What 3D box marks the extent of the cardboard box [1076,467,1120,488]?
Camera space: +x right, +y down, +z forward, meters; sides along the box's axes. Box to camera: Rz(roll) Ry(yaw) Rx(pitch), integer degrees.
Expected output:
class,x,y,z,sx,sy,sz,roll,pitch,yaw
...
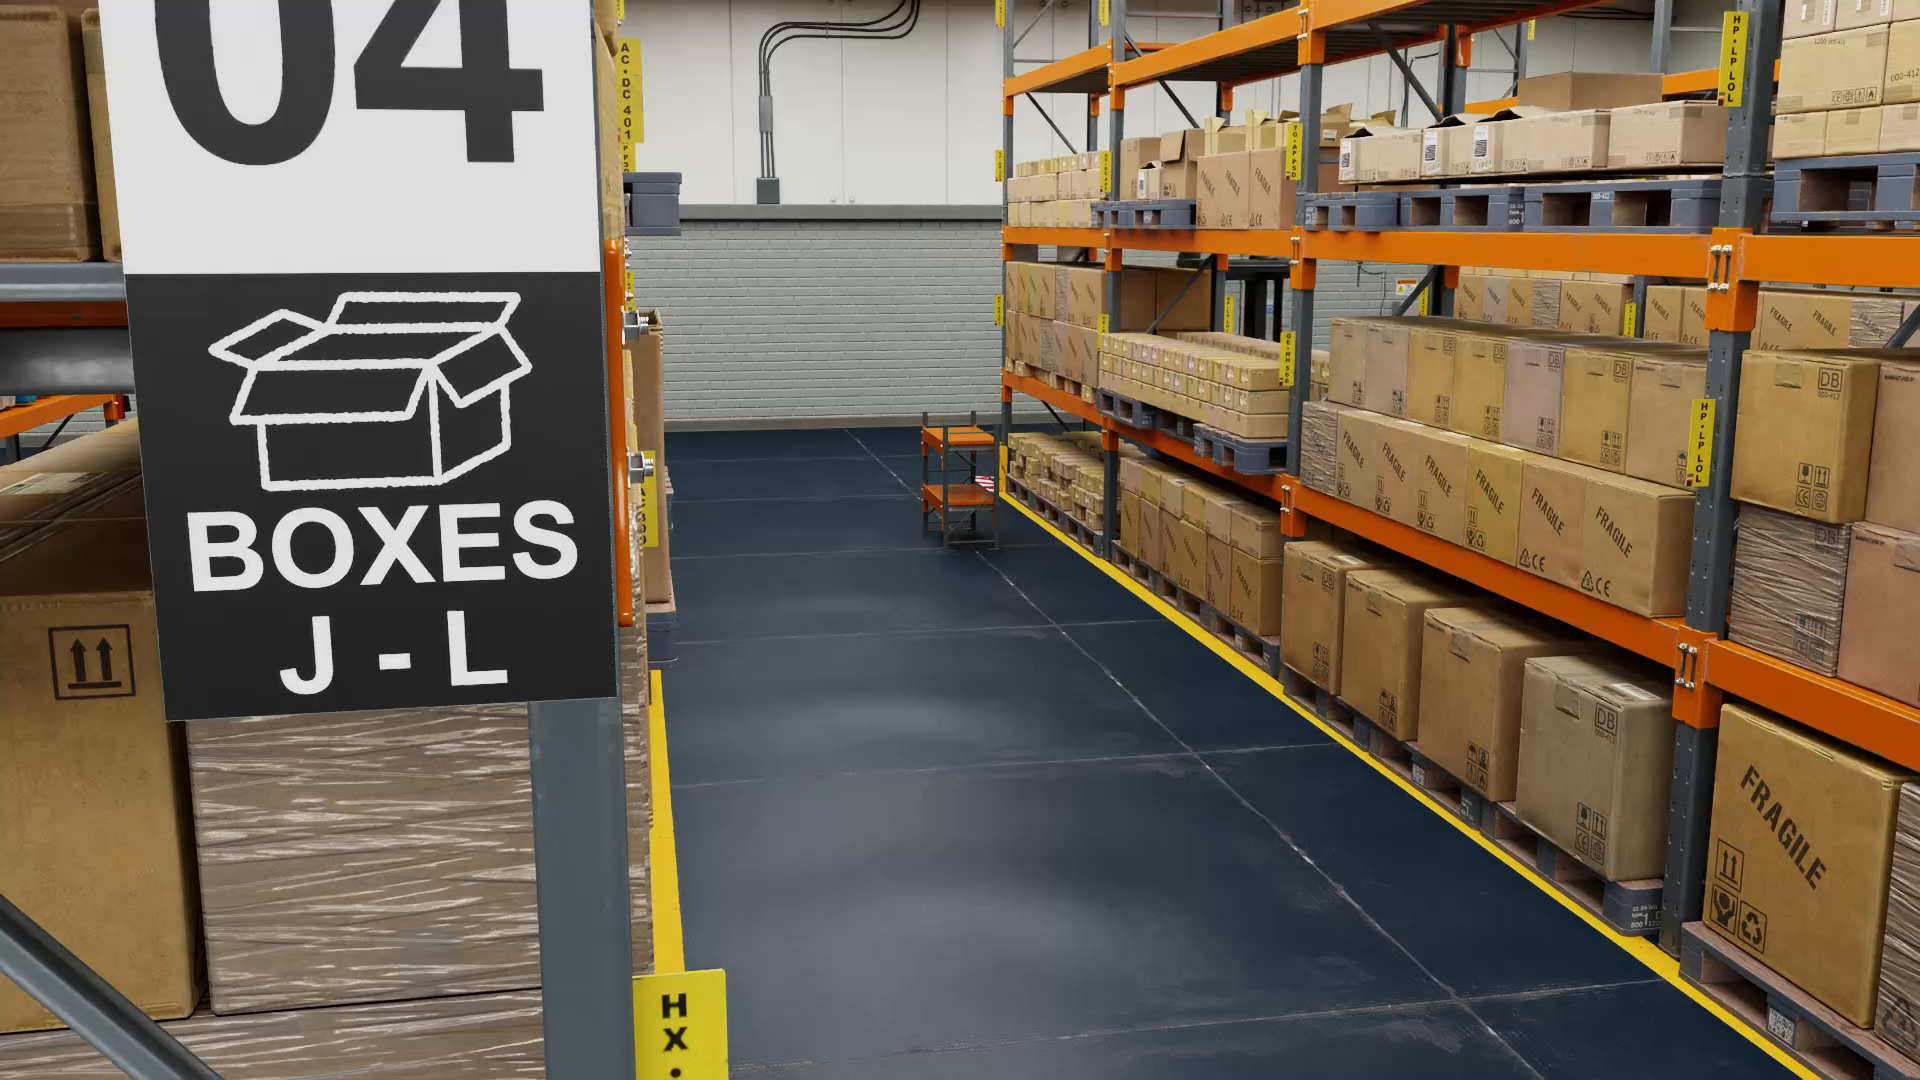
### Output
class,x,y,z,sx,sy,sz,roll,pitch,yaw
cardboard box,1.262,-0.564,15.046,0.380,0.149,0.250,-2,11,-12

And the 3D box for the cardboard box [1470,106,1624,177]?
class,x,y,z,sx,sy,sz,roll,pitch,yaw
cardboard box,2.730,-1.850,7.721,0.500,0.311,0.500,-3,11,-13

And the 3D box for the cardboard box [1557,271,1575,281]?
class,x,y,z,sx,sy,sz,roll,pitch,yaw
cardboard box,6.060,-2.610,16.211,0.380,0.149,0.250,-2,11,-11

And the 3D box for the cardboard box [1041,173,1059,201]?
class,x,y,z,sx,sy,sz,roll,pitch,yaw
cardboard box,1.072,-3.327,15.694,0.500,0.250,0.500,-3,11,-13

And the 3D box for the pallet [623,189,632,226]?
class,x,y,z,sx,sy,sz,roll,pitch,yaw
pallet,-1.819,-1.378,6.896,1.213,0.211,1.003,-2,11,-11

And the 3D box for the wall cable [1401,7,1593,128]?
class,x,y,z,sx,sy,sz,roll,pitch,yaw
wall cable,7.884,-6.371,24.502,2.988,3.039,0.133,-2,11,-11

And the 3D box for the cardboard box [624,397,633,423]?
class,x,y,z,sx,sy,sz,roll,pitch,yaw
cardboard box,-0.952,-0.029,3.587,0.500,0.500,0.500,-2,11,-11

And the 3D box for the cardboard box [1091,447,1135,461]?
class,x,y,z,sx,sy,sz,roll,pitch,yaw
cardboard box,1.509,-0.822,16.405,0.380,0.149,0.250,-3,11,-13

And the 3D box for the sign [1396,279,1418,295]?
class,x,y,z,sx,sy,sz,roll,pitch,yaw
sign,6.663,-3.776,24.803,0.339,0.242,0.001,-2,11,-11

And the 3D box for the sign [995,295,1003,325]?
class,x,y,z,sx,sy,sz,roll,pitch,yaw
sign,0.420,-2.458,17.774,0.100,0.325,0.005,-2,11,-11

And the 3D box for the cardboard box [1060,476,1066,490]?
class,x,y,z,sx,sy,sz,roll,pitch,yaw
cardboard box,1.170,-0.560,15.824,0.380,0.149,0.250,-3,11,-14

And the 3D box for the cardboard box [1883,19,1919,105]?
class,x,y,z,sx,sy,sz,roll,pitch,yaw
cardboard box,3.207,-1.461,5.042,0.500,0.250,0.500,-2,11,-11

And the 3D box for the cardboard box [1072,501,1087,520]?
class,x,y,z,sx,sy,sz,roll,pitch,yaw
cardboard box,1.237,-0.281,15.153,0.380,0.149,0.250,-2,11,-13

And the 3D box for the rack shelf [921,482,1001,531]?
class,x,y,z,sx,sy,sz,roll,pitch,yaw
rack shelf,-0.001,-0.314,15.144,0.538,0.278,1.000,-2,11,-11

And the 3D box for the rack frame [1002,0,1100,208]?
class,x,y,z,sx,sy,sz,roll,pitch,yaw
rack frame,0.953,-5.000,17.398,1.000,3.000,0.127,-2,11,-11

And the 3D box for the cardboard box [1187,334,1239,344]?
class,x,y,z,sx,sy,sz,roll,pitch,yaw
cardboard box,2.053,-1.578,13.424,0.380,0.149,0.250,-2,11,-13

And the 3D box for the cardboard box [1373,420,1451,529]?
class,x,y,z,sx,sy,sz,roll,pitch,yaw
cardboard box,2.530,-0.357,8.781,0.500,0.500,0.500,-2,11,-11

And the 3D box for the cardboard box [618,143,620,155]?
class,x,y,z,sx,sy,sz,roll,pitch,yaw
cardboard box,-1.928,-2.020,8.159,0.500,0.500,0.500,-2,11,-11

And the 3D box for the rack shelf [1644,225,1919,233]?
class,x,y,z,sx,sy,sz,roll,pitch,yaw
rack shelf,6.955,-2.271,13.007,1.077,0.370,4.000,-2,11,-11

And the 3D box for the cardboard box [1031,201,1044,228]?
class,x,y,z,sx,sy,sz,roll,pitch,yaw
cardboard box,1.000,-3.170,16.208,0.500,0.250,0.500,-2,11,-13

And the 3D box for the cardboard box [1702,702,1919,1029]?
class,x,y,z,sx,sy,sz,roll,pitch,yaw
cardboard box,3.340,1.104,5.935,0.875,0.875,0.875,-2,11,-10

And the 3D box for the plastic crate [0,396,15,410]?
class,x,y,z,sx,sy,sz,roll,pitch,yaw
plastic crate,-8.129,-1.235,13.819,0.437,0.282,0.530,-2,11,-11

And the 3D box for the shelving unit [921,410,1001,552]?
class,x,y,z,sx,sy,sz,roll,pitch,yaw
shelving unit,-0.001,-0.554,15.098,0.538,1.125,1.048,-2,11,-11

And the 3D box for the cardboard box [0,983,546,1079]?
class,x,y,z,sx,sy,sz,roll,pitch,yaw
cardboard box,-0.900,0.747,2.189,0.875,0.500,0.500,-2,11,-11

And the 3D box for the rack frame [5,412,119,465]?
class,x,y,z,sx,sy,sz,roll,pitch,yaw
rack frame,-8.791,-1.711,16.162,1.000,3.000,0.127,-2,11,-11

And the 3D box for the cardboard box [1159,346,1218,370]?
class,x,y,z,sx,sy,sz,roll,pitch,yaw
cardboard box,1.664,-1.319,12.060,0.380,0.149,0.250,-2,11,-9

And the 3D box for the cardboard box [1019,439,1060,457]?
class,x,y,z,sx,sy,sz,roll,pitch,yaw
cardboard box,0.816,-0.945,17.050,0.380,0.149,0.250,-2,11,-11

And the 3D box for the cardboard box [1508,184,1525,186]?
class,x,y,z,sx,sy,sz,roll,pitch,yaw
cardboard box,6.031,-3.660,17.229,0.500,0.311,0.500,-2,11,-10

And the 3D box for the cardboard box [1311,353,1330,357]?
class,x,y,z,sx,sy,sz,roll,pitch,yaw
cardboard box,2.460,-1.195,11.412,0.380,0.149,0.250,-3,11,-13

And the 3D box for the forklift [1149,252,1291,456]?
class,x,y,z,sx,sy,sz,roll,pitch,yaw
forklift,2.740,-1.758,16.594,1.130,2.935,3.031,-1,11,-7

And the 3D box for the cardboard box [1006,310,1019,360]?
class,x,y,z,sx,sy,sz,roll,pitch,yaw
cardboard box,0.769,-2.155,17.436,0.500,0.500,0.500,-2,11,-8

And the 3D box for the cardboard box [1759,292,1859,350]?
class,x,y,z,sx,sy,sz,roll,pitch,yaw
cardboard box,6.698,-1.688,13.100,0.500,0.500,0.500,-2,11,-12

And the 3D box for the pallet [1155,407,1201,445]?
class,x,y,z,sx,sy,sz,roll,pitch,yaw
pallet,2.083,-0.853,12.167,1.003,0.211,1.213,-2,11,-11

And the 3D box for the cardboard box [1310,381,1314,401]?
class,x,y,z,sx,sy,sz,roll,pitch,yaw
cardboard box,2.502,-1.009,11.228,0.380,0.149,0.250,-2,11,-13

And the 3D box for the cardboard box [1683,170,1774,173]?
class,x,y,z,sx,sy,sz,roll,pitch,yaw
cardboard box,3.328,-1.657,7.136,0.250,0.149,0.380,-2,11,-11

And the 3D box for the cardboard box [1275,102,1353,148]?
class,x,y,z,sx,sy,sz,roll,pitch,yaw
cardboard box,2.175,-2.549,10.228,0.396,0.266,0.258,-2,11,-11

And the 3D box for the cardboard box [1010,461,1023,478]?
class,x,y,z,sx,sy,sz,roll,pitch,yaw
cardboard box,0.741,-0.751,17.620,0.380,0.149,0.250,-2,11,-10

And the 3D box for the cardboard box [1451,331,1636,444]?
class,x,y,z,sx,sy,sz,roll,pitch,yaw
cardboard box,2.887,-0.763,8.239,0.700,0.500,0.500,-2,11,-12

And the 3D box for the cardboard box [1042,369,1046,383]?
class,x,y,z,sx,sy,sz,roll,pitch,yaw
cardboard box,1.018,-1.622,16.368,0.380,0.149,0.250,-2,11,-12

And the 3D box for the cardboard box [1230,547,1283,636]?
class,x,y,z,sx,sy,sz,roll,pitch,yaw
cardboard box,2.124,0.325,11.028,0.500,0.500,0.500,-2,11,-11

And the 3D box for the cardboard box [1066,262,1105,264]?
class,x,y,z,sx,sy,sz,roll,pitch,yaw
cardboard box,1.384,-2.571,16.946,0.500,0.500,0.500,-3,11,-13

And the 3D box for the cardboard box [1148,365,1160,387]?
class,x,y,z,sx,sy,sz,roll,pitch,yaw
cardboard box,1.616,-1.219,12.330,0.380,0.149,0.250,-2,11,-12

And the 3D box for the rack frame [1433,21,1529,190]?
class,x,y,z,sx,sy,sz,roll,pitch,yaw
rack frame,5.789,-5.198,18.441,1.000,3.000,0.127,-2,11,-11

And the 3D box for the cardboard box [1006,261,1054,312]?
class,x,y,z,sx,sy,sz,roll,pitch,yaw
cardboard box,0.780,-2.647,17.344,0.500,0.500,0.500,-2,11,-11

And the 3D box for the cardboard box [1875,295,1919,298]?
class,x,y,z,sx,sy,sz,roll,pitch,yaw
cardboard box,7.297,-1.610,12.690,0.500,0.500,0.500,-2,11,-9

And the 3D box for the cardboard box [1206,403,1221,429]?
class,x,y,z,sx,sy,sz,roll,pitch,yaw
cardboard box,1.865,-0.835,11.109,0.380,0.149,0.250,-2,11,-10

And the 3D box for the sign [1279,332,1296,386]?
class,x,y,z,sx,sy,sz,roll,pitch,yaw
sign,1.978,-1.094,10.036,0.100,0.325,0.005,-2,11,-11

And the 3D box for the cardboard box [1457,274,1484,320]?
class,x,y,z,sx,sy,sz,roll,pitch,yaw
cardboard box,5.710,-2.599,17.885,0.500,0.500,0.500,-2,11,-13

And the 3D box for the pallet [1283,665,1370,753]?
class,x,y,z,sx,sy,sz,roll,pitch,yaw
pallet,2.588,0.932,9.736,1.003,0.211,1.213,-2,11,-11

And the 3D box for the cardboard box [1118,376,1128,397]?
class,x,y,z,sx,sy,sz,roll,pitch,yaw
cardboard box,1.461,-1.216,13.113,0.380,0.149,0.250,-2,11,-11

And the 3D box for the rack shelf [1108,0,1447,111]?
class,x,y,z,sx,sy,sz,roll,pitch,yaw
rack shelf,2.120,-3.349,11.721,1.077,0.370,4.000,-2,11,-11

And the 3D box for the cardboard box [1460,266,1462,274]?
class,x,y,z,sx,sy,sz,roll,pitch,yaw
cardboard box,5.707,-2.989,18.204,0.380,0.149,0.250,-2,11,-10
